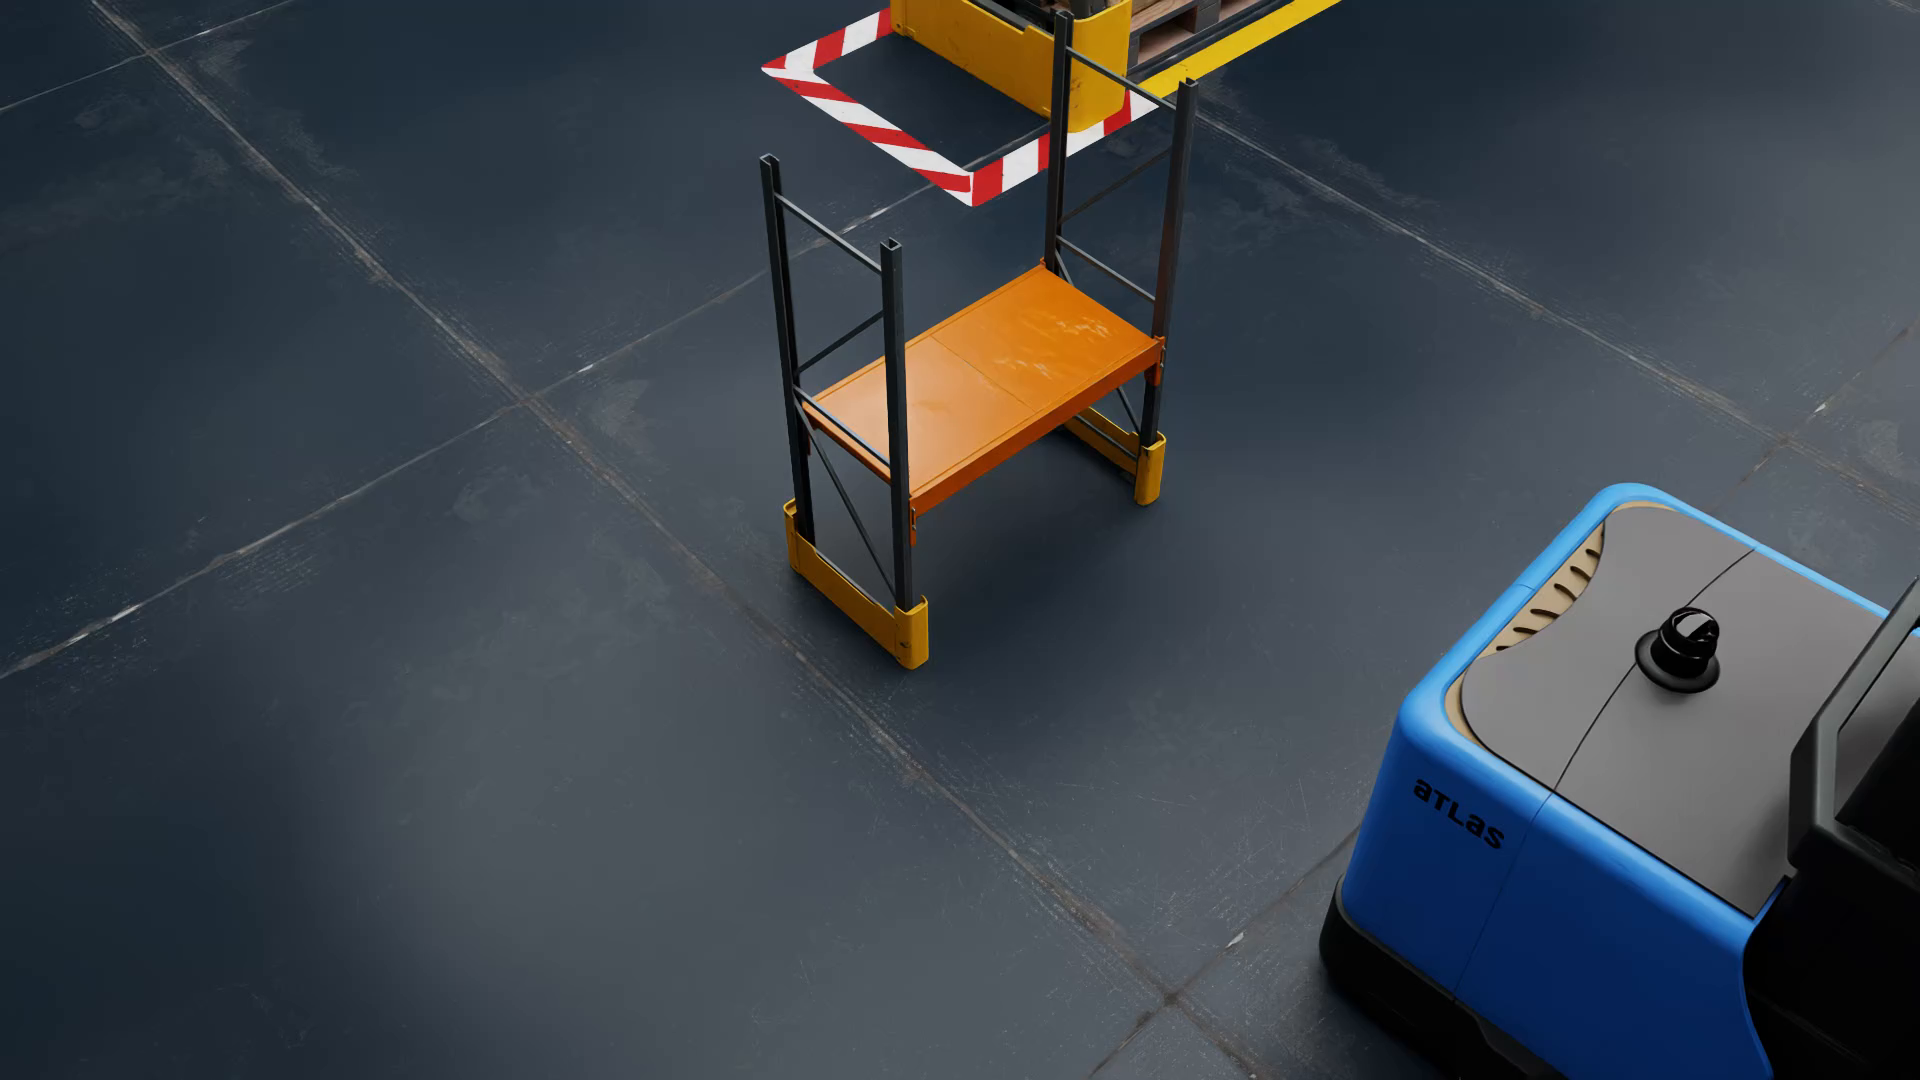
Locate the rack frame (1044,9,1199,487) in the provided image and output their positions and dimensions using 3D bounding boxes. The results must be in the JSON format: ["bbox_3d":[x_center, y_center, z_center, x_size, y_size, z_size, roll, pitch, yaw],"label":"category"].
[{"bbox_3d":[0.439,-0.802,4.970,0.032,1.500,0.500,-34,56,-27],"label":"rack frame"}]

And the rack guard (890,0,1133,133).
[{"bbox_3d":[0.188,-2.212,6.951,0.348,0.500,1.175,-34,56,-27],"label":"rack guard"}]

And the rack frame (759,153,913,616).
[{"bbox_3d":[-0.313,-0.299,4.506,0.032,1.500,0.500,-34,56,-27],"label":"rack frame"}]

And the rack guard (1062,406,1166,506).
[{"bbox_3d":[0.425,-0.369,5.420,0.087,0.250,0.587,-34,56,-27],"label":"rack guard"}]

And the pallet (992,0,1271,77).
[{"bbox_3d":[0.745,-2.564,7.472,1.213,0.211,1.003,-34,56,-27],"label":"pallet"}]

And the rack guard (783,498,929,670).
[{"bbox_3d":[-0.312,0.124,4.966,0.087,0.250,0.587,-34,56,-27],"label":"rack guard"}]

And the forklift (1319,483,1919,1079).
[{"bbox_3d":[2.328,0.572,2.728,3.031,2.935,1.130,35,56,28],"label":"forklift"}]

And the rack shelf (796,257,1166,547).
[{"bbox_3d":[0.063,-0.429,4.870,1.000,0.185,0.538,-34,56,-27],"label":"rack shelf"}]

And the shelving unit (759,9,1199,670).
[{"bbox_3d":[0.056,-0.546,4.734,1.083,1.500,0.587,-34,56,-27],"label":"shelving unit"}]

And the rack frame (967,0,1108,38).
[{"bbox_3d":[0.206,-3.071,6.043,0.127,3.000,1.000,-34,56,-27],"label":"rack frame"}]

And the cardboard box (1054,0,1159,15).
[{"bbox_3d":[0.627,-2.726,7.182,0.875,0.438,0.875,-36,57,-28],"label":"cardboard box"}]
